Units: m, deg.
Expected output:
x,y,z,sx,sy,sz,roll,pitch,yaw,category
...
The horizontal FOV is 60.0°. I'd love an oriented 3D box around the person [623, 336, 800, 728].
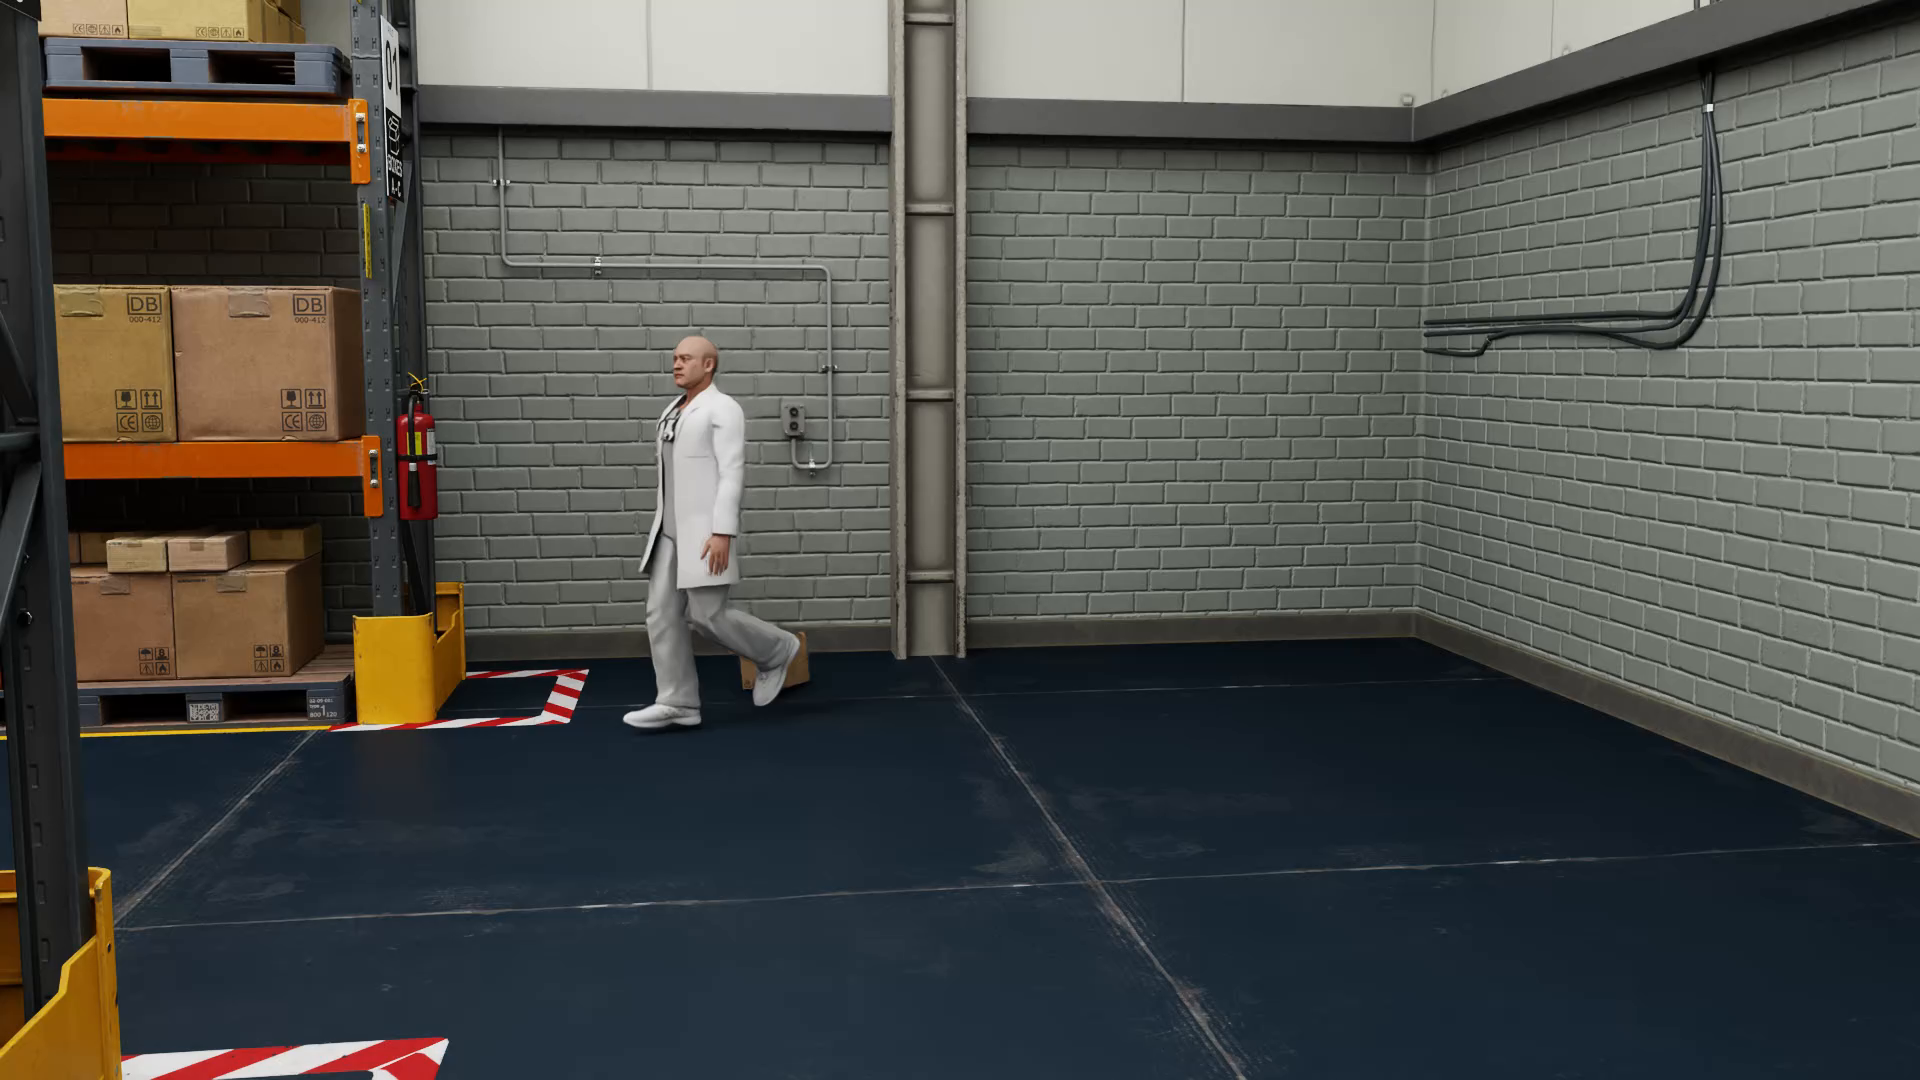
x,y,z,sx,sy,sz,roll,pitch,yaw,category
-1.140,-0.041,7.540,0.841,1.754,0.599,-6,9,-42,person
